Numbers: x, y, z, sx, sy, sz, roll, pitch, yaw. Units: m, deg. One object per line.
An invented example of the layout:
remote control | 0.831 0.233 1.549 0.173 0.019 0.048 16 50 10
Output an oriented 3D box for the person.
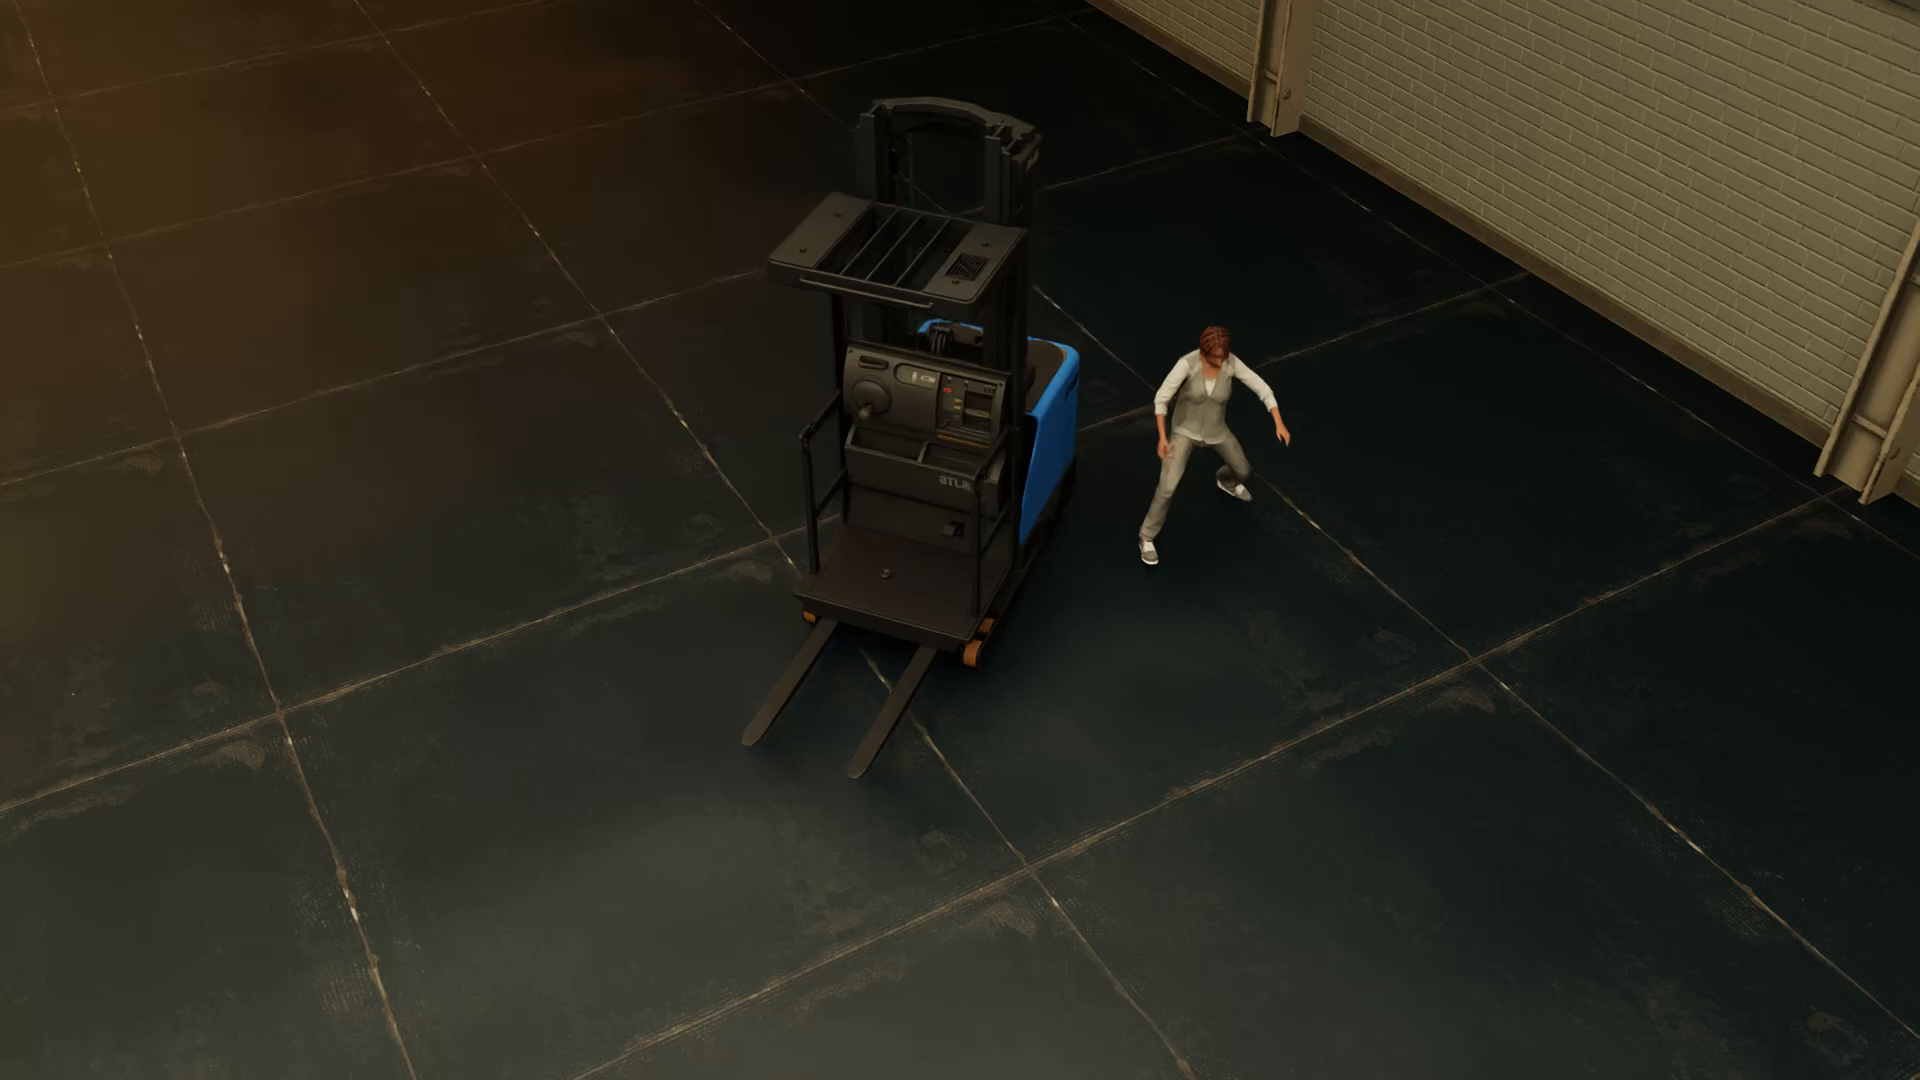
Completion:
person | 1.499 -0.627 10.003 0.872 1.447 0.820 -4 40 -5

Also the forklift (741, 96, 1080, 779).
forklift | -0.276 -0.711 8.893 1.130 2.935 3.031 14 42 17
